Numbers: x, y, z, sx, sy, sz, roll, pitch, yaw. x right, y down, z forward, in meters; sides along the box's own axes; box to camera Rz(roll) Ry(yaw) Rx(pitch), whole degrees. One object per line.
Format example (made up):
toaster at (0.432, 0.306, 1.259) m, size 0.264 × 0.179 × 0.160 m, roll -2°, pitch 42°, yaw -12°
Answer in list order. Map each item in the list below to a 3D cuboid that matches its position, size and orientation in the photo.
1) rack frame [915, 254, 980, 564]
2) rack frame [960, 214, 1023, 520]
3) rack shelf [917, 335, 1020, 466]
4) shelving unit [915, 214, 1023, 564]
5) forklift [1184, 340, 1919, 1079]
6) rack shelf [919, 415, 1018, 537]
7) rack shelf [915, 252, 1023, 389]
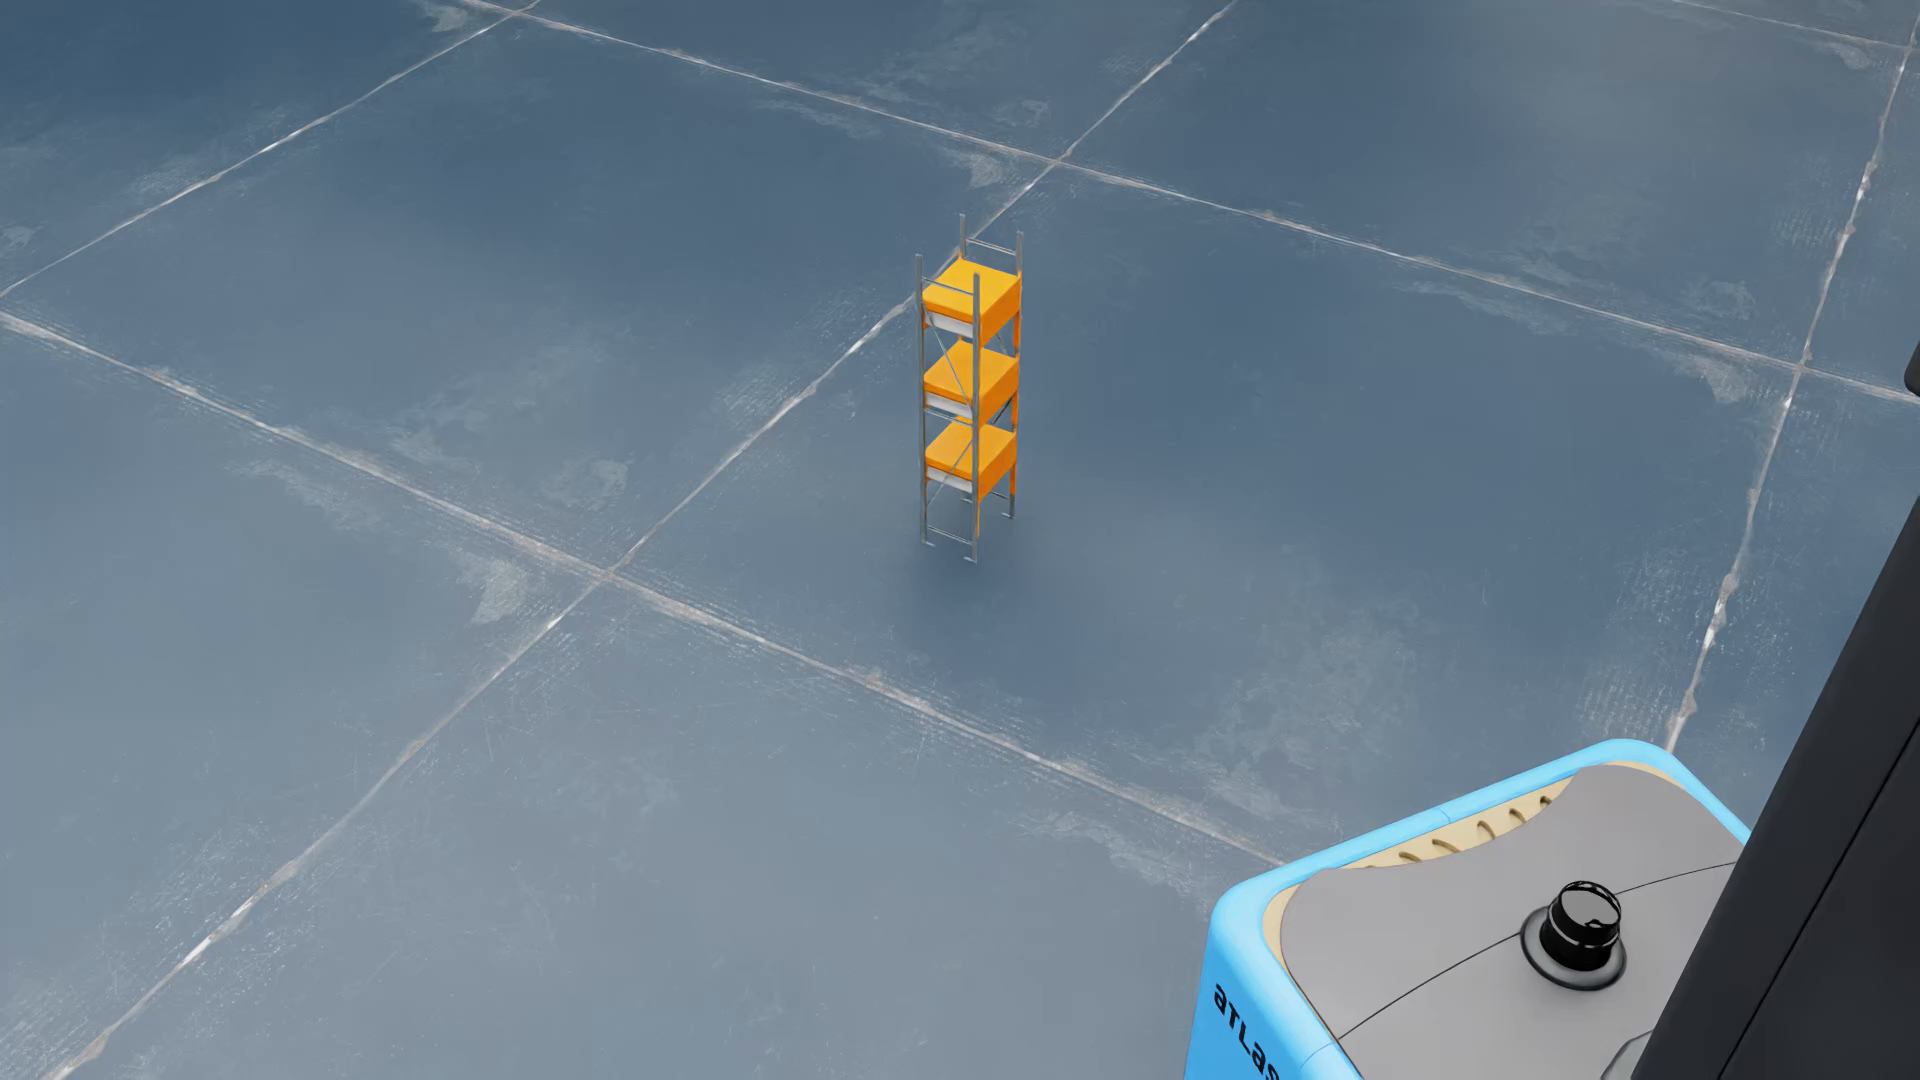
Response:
rack frame at (-0.034, -0.355, 4.859) m, size 0.200 × 1.050 × 0.008 m, roll 21°, pitch 45°, yaw 22°
rack frame at (0.088, -0.494, 5.017) m, size 0.200 × 1.050 × 0.008 m, roll 21°, pitch 45°, yaw 22°
rack shelf at (0.027, -0.417, 4.945) m, size 0.215 × 0.259 × 0.240 m, roll 21°, pitch 45°, yaw 22°
shelving unit at (0.027, -0.425, 4.938) m, size 0.215 × 1.050 × 0.252 m, roll 21°, pitch 45°, yaw 22°
forklift at (1.489, 1.088, 1.796) m, size 1.130 × 2.935 × 3.031 m, roll -17°, pitch 44°, yaw -18°
rack shelf at (0.027, -0.208, 5.128) m, size 0.215 × 0.259 × 0.240 m, roll 21°, pitch 45°, yaw 22°
rack shelf at (0.027, -0.630, 4.757) m, size 0.215 × 0.259 × 0.240 m, roll 21°, pitch 45°, yaw 22°
